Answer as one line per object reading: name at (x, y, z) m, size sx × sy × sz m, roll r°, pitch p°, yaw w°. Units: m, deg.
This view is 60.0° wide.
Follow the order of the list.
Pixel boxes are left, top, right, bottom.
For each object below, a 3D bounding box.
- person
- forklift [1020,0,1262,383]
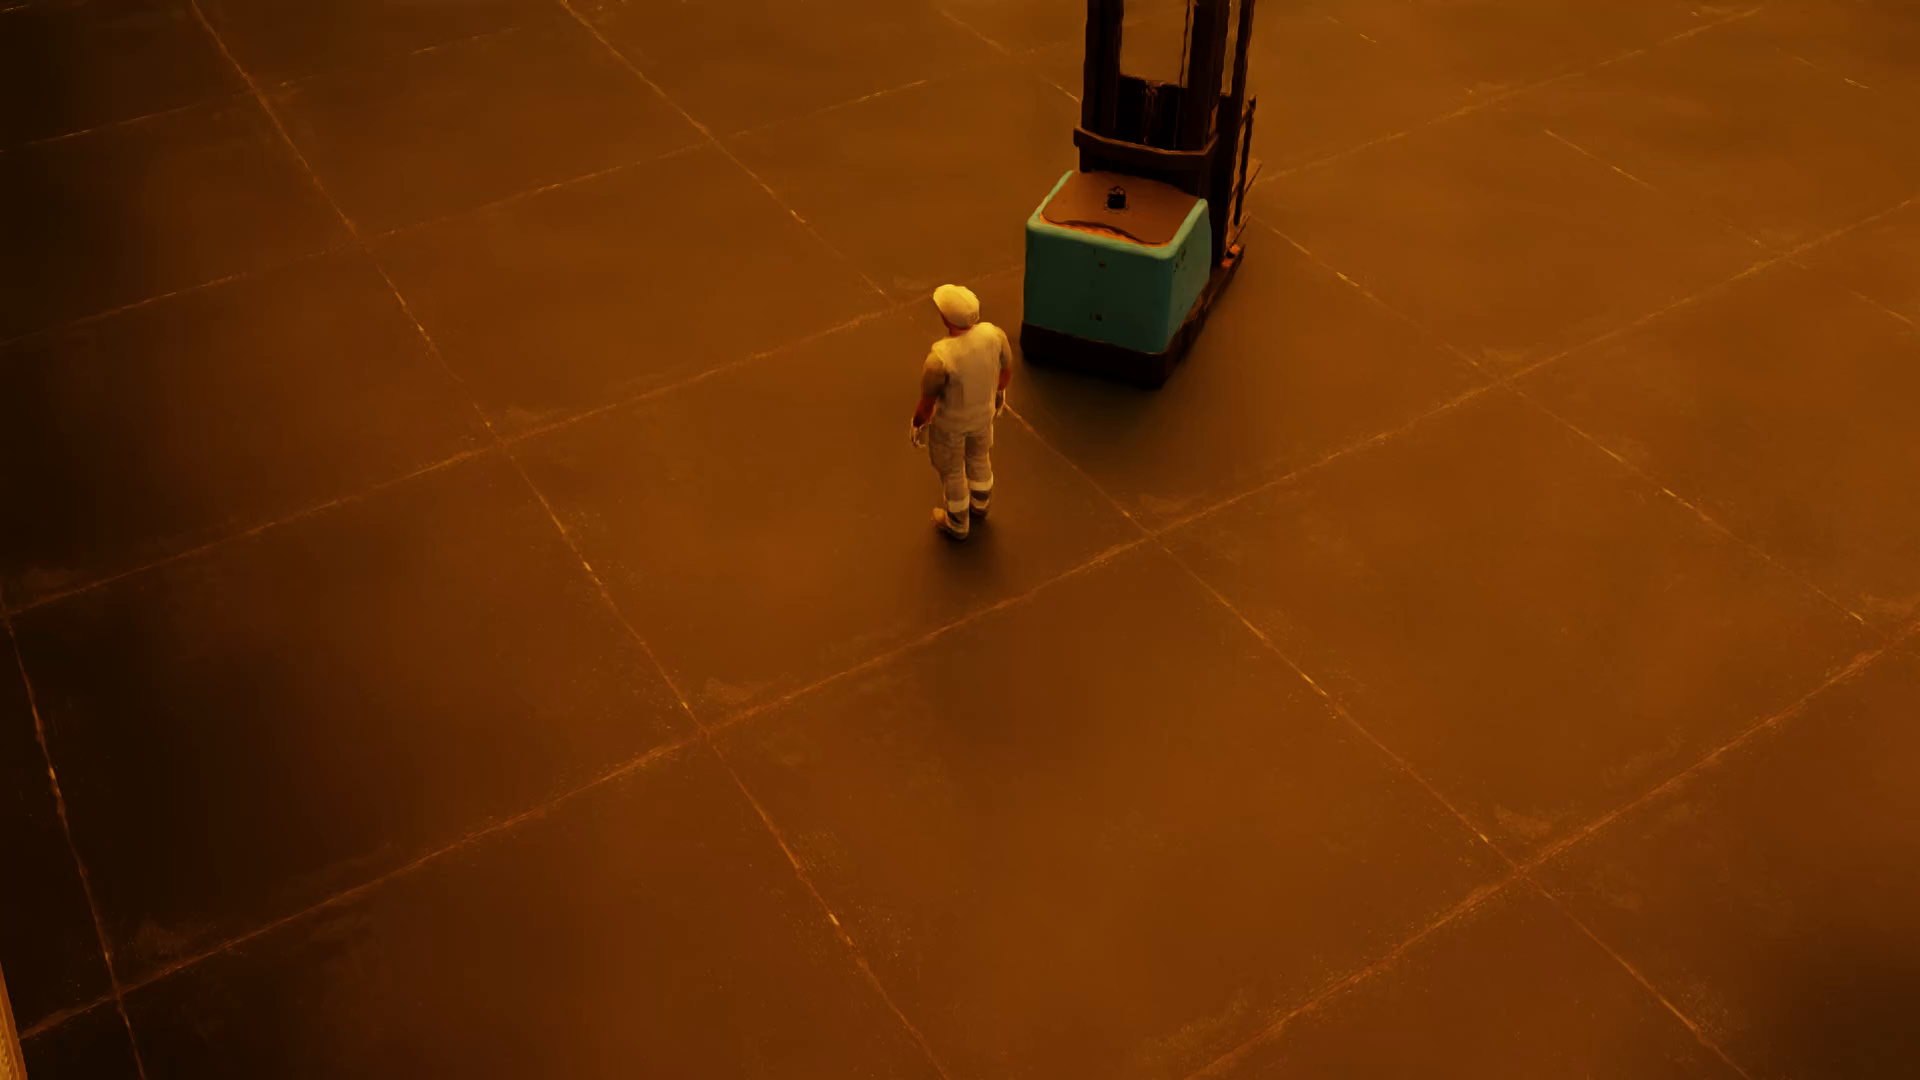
person at (-0.034, -0.757, 9.534) m, size 0.637 × 1.787 × 0.563 m, roll -23°, pitch 46°, yaw -24°
forklift at (1.475, -3.131, 11.453) m, size 1.130 × 2.935 × 3.031 m, roll 16°, pitch 44°, yaw 18°
